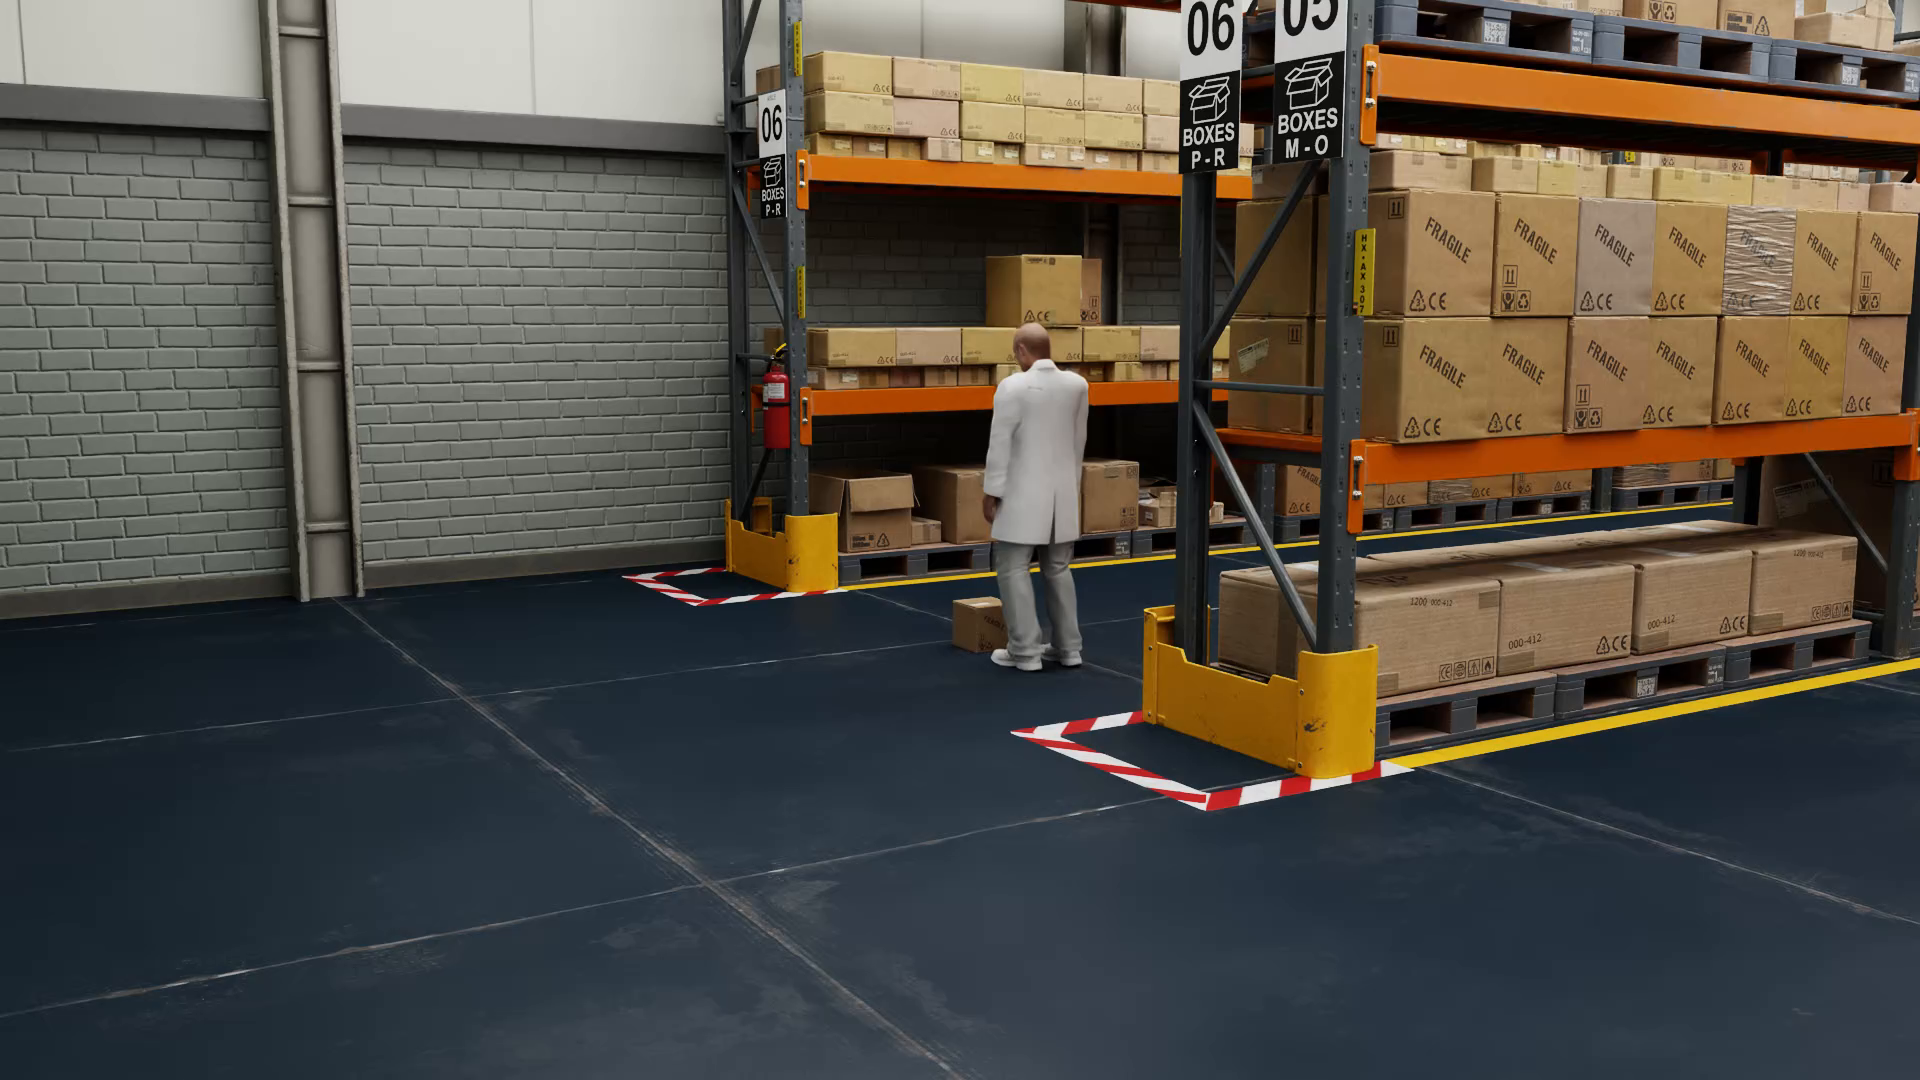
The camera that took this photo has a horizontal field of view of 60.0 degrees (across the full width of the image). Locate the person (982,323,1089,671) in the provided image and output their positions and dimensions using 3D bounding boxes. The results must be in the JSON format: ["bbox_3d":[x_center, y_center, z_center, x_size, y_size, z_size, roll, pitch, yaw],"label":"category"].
[{"bbox_3d":[0.376,-0.220,8.520,0.567,1.767,0.381,-5,9,-30],"label":"person"}]
